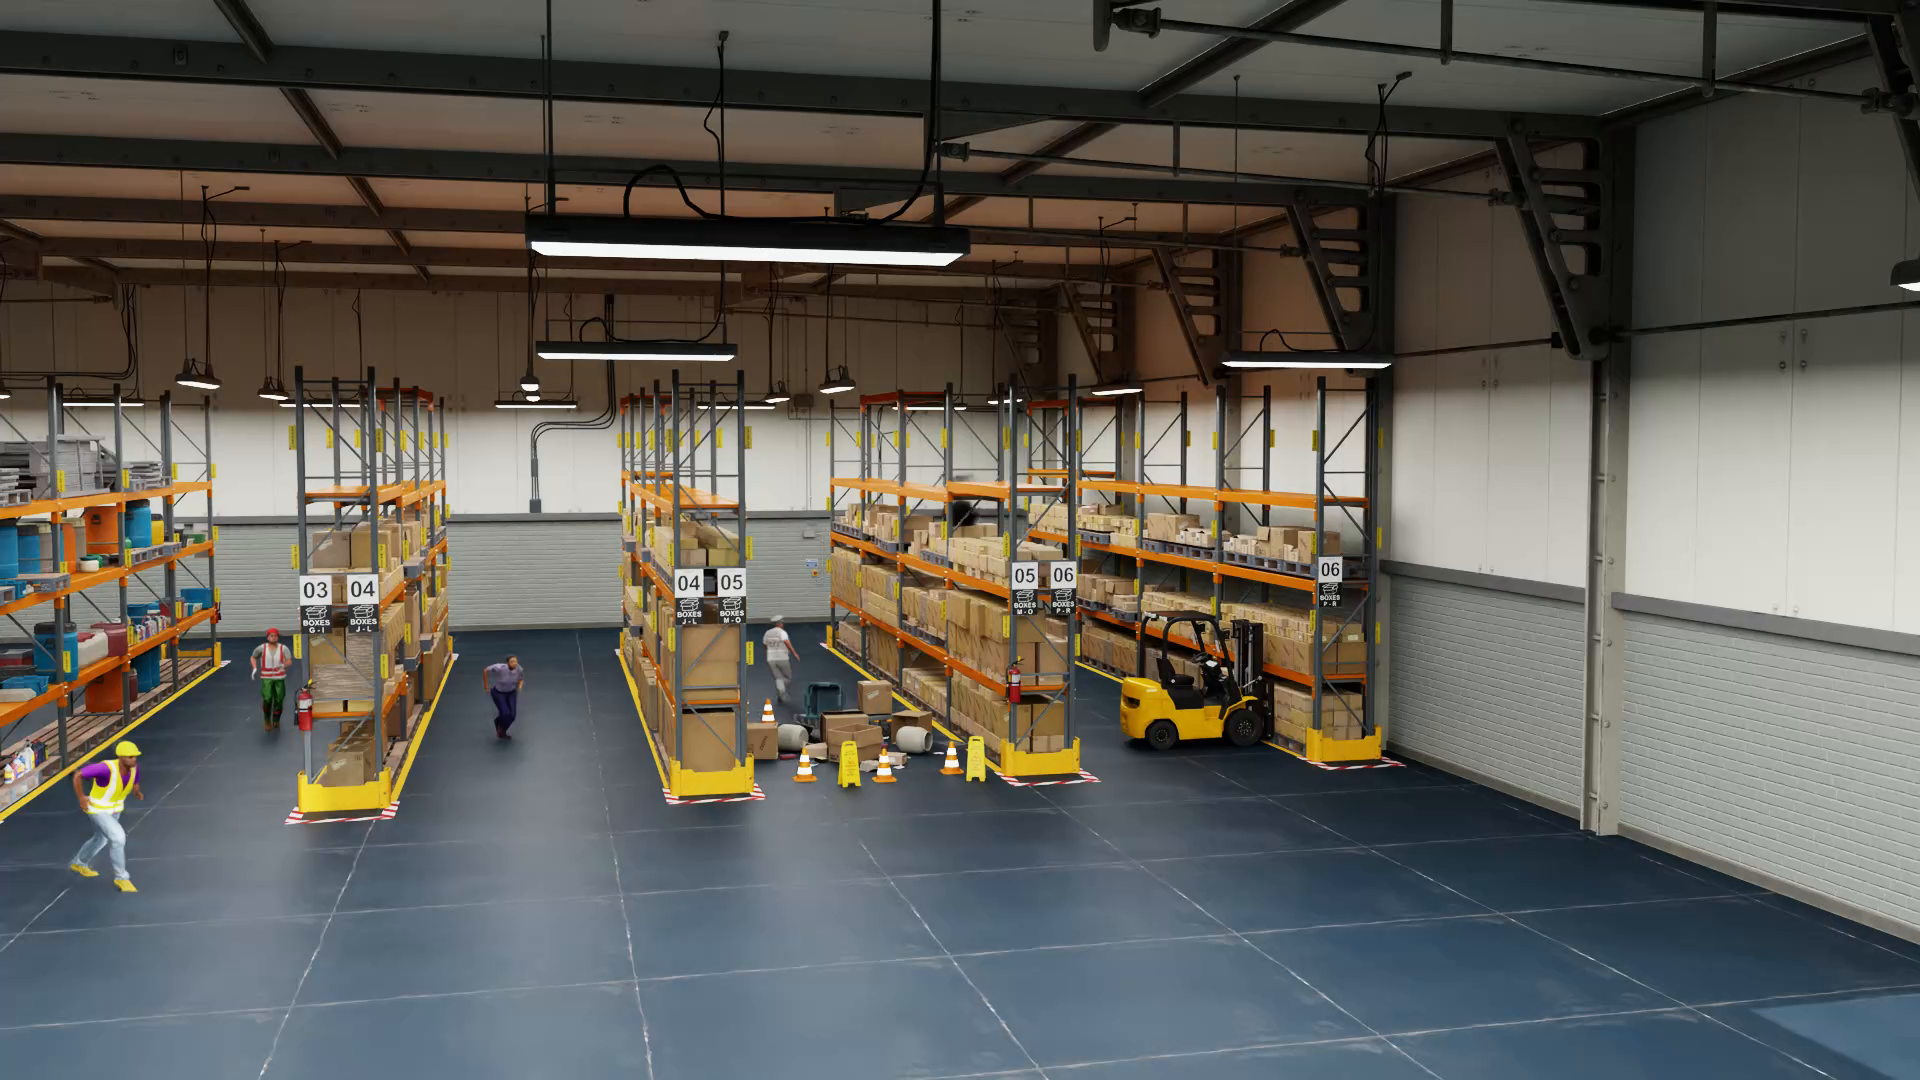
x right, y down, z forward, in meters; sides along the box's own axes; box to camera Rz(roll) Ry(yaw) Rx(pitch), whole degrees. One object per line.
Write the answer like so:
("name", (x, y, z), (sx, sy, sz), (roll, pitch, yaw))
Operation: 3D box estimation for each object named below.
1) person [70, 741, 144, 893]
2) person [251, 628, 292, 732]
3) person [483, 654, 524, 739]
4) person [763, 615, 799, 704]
("person", (-9.573, 3.084, 18.573), (1.041, 1.719, 0.752), (1, 4, 21))
("person", (-11.815, 2.402, 28.580), (0.649, 1.783, 0.697), (-2, 4, -26))
("person", (-7.594, 2.613, 27.686), (0.643, 1.482, 0.823), (-3, 4, -37))
("person", (-3.434, 2.297, 31.615), (0.786, 1.718, 0.650), (1, 4, 16))
